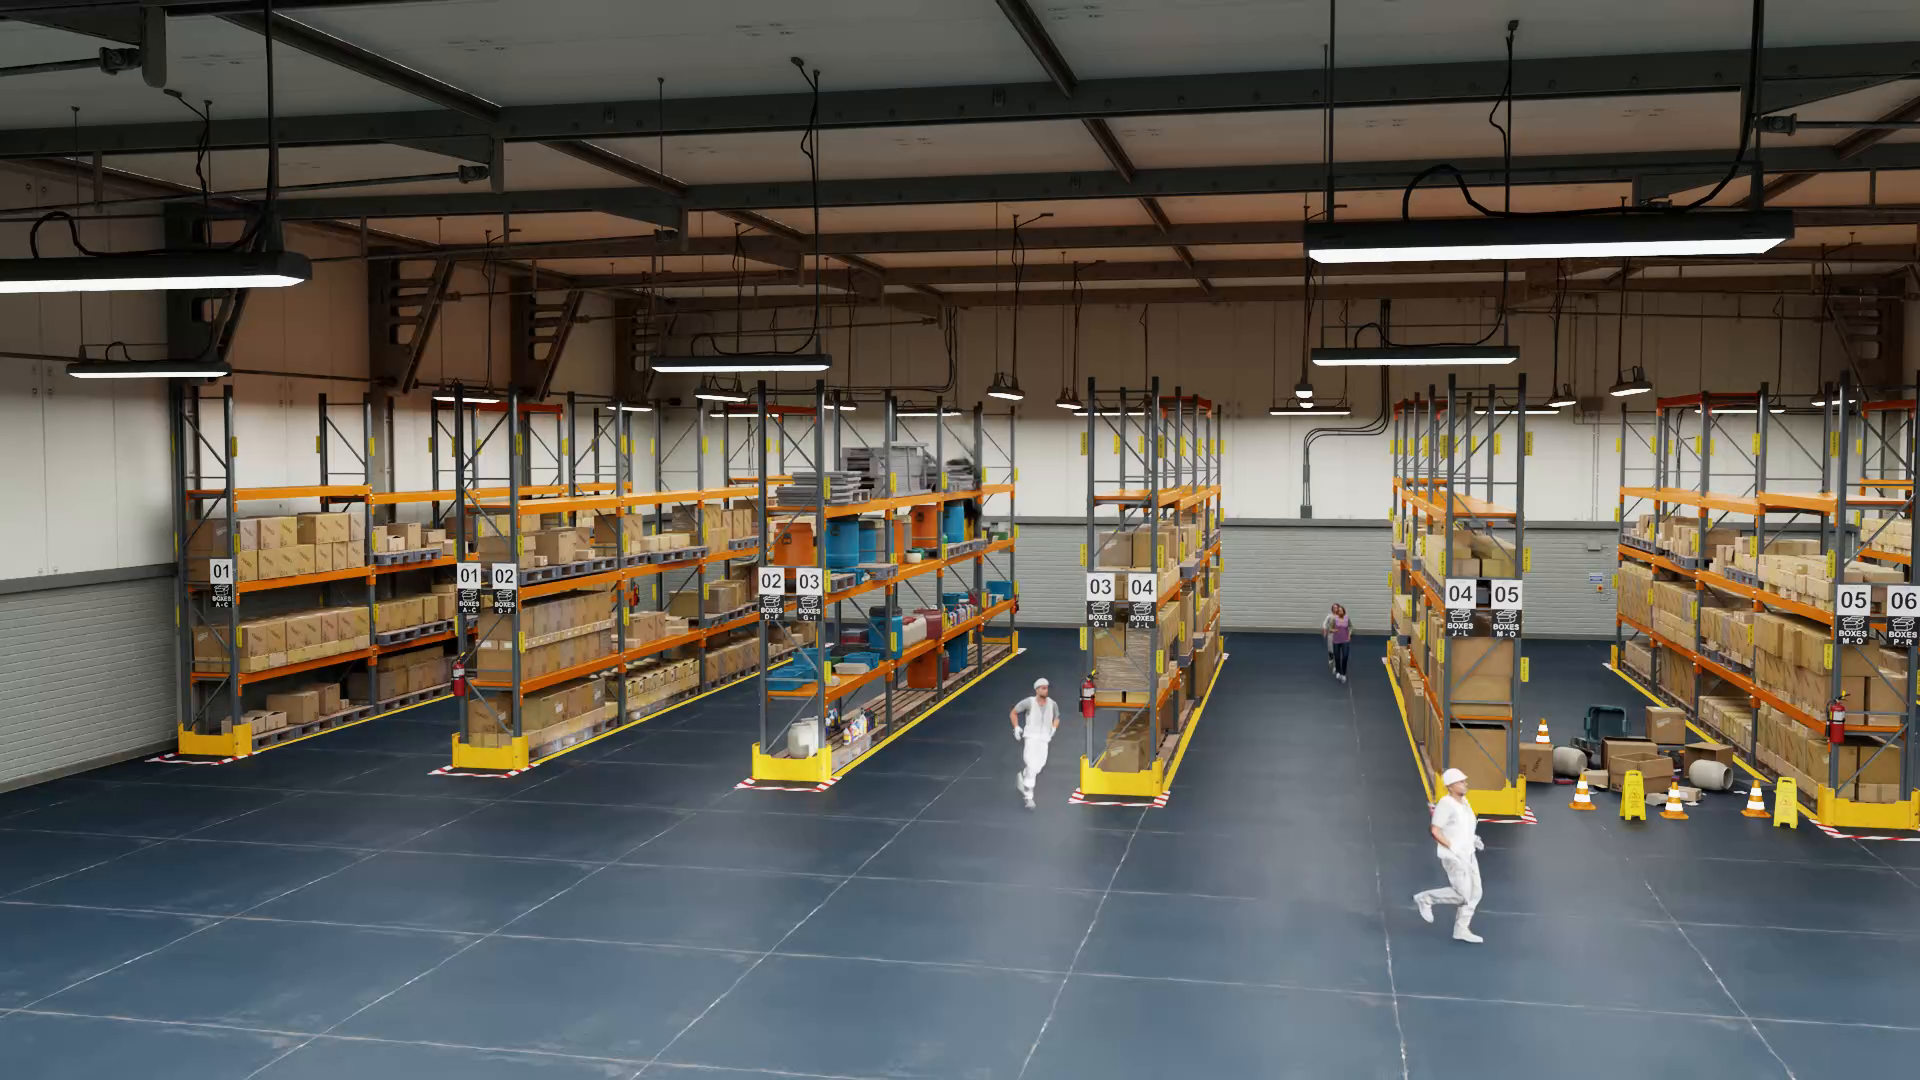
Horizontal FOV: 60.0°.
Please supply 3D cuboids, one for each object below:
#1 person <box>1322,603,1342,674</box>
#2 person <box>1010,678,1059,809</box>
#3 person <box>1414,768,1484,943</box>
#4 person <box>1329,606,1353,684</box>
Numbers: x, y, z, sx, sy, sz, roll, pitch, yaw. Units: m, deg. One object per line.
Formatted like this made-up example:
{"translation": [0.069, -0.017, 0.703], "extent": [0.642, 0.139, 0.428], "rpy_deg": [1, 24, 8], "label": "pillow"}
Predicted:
{"translation": [8.268, 2.179, 36.687], "extent": [0.541, 1.562, 0.544], "rpy_deg": [1, 3, 13], "label": "person"}
{"translation": [1.073, 2.828, 23.449], "extent": [0.706, 1.771, 0.854], "rpy_deg": [-1, 3, -19], "label": "person"}
{"translation": [5.004, 3.188, 16.923], "extent": [0.689, 1.743, 0.683], "rpy_deg": [3, 4, 38], "label": "person"}
{"translation": [8.111, 2.223, 35.392], "extent": [0.514, 1.639, 0.667], "rpy_deg": [1, 3, 10], "label": "person"}
